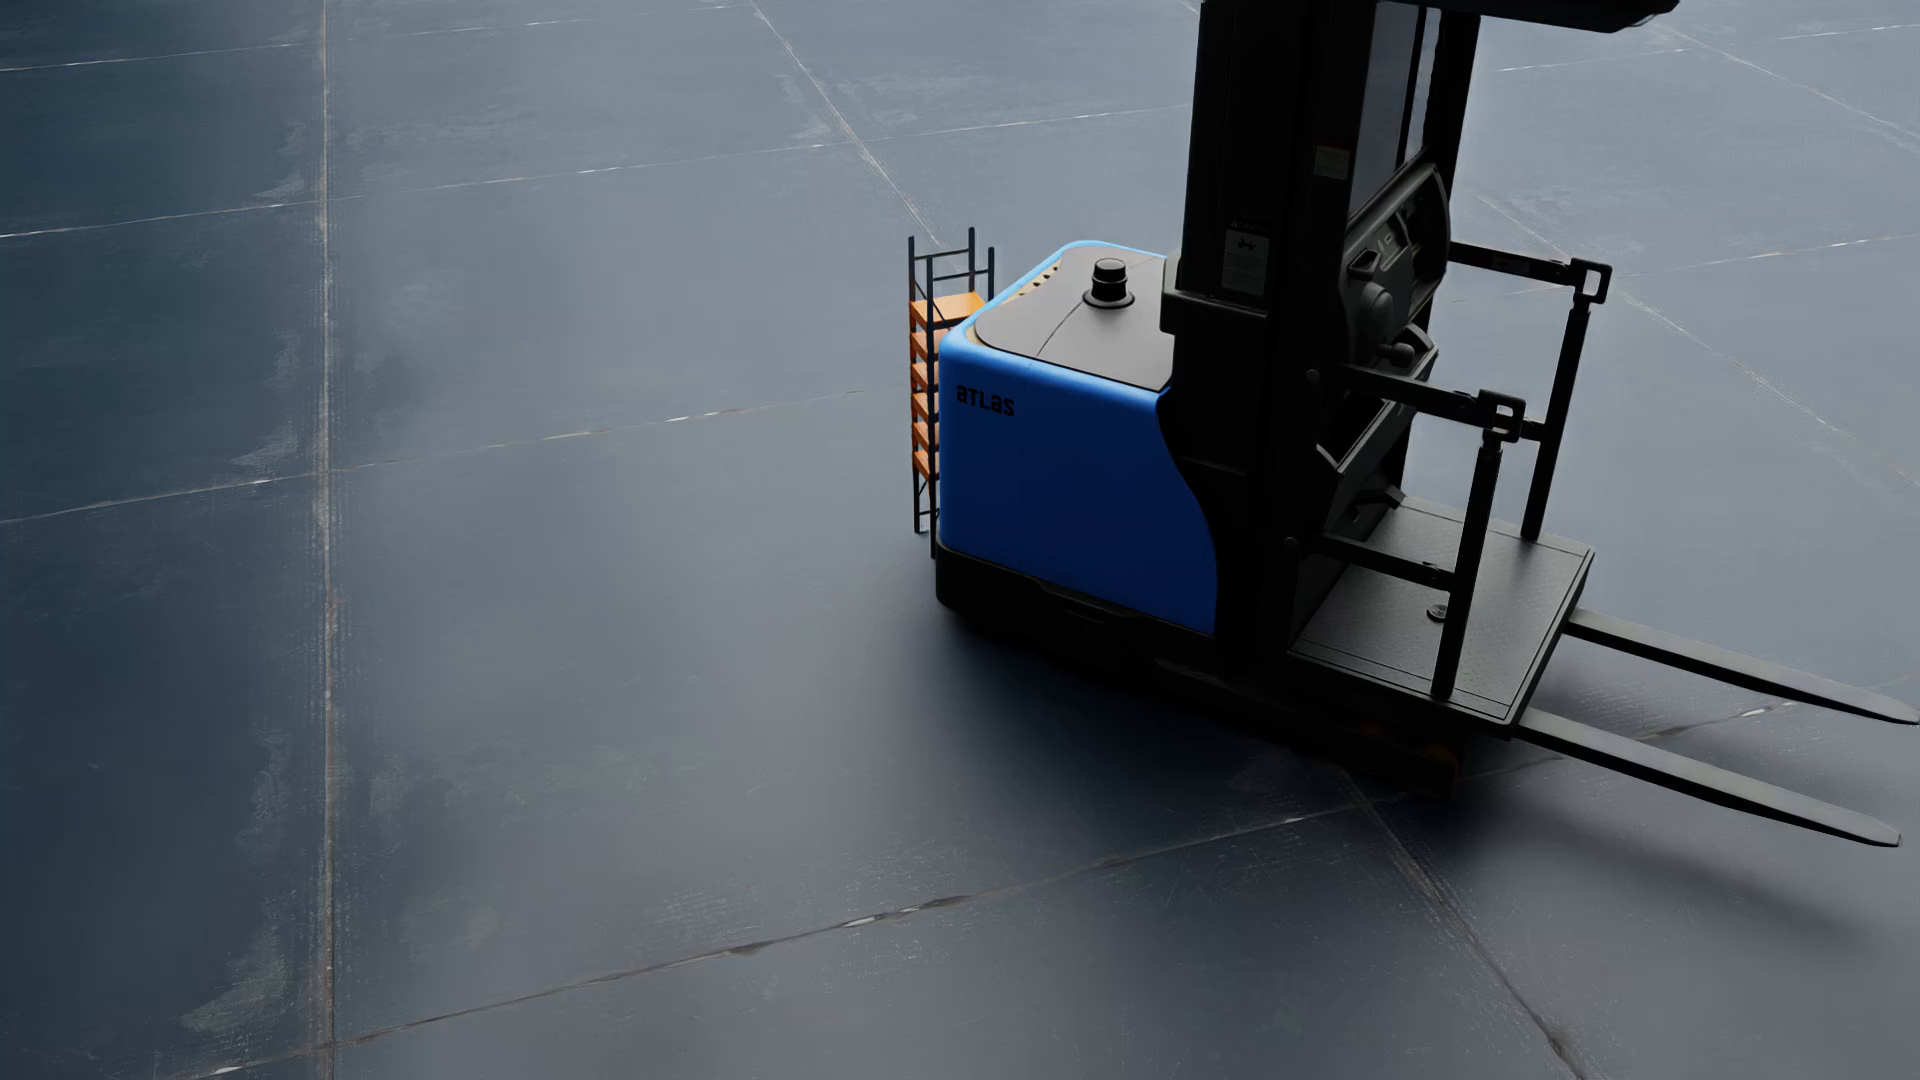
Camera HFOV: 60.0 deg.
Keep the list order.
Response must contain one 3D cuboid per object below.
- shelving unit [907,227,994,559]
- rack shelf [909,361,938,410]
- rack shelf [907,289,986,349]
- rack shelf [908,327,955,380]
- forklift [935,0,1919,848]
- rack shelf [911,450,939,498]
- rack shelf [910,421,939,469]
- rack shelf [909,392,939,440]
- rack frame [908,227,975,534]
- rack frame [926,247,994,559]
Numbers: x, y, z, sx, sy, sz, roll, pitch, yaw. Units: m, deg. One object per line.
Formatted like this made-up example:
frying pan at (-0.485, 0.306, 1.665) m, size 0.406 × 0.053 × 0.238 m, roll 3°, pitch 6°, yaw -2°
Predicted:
shelving unit at (-0.029, -0.502, 5.920) m, size 0.258 × 1.200 × 0.189 m, roll -12°, pitch 35°, yaw -17°
rack shelf at (-0.029, -0.565, 5.878) m, size 0.258 × 0.103 × 0.180 m, roll -12°, pitch 35°, yaw -17°
rack shelf at (-0.030, -0.765, 5.746) m, size 0.258 × 0.103 × 0.180 m, roll -12°, pitch 35°, yaw -17°
rack shelf at (-0.029, -0.665, 5.812) m, size 0.258 × 0.103 × 0.180 m, roll -12°, pitch 35°, yaw -17°
forklift at (1.445, -0.778, 4.768) m, size 3.031 × 2.935 × 1.130 m, roll 18°, pitch 38°, yaw 25°
rack shelf at (-0.028, -0.264, 6.077) m, size 0.258 × 0.103 × 0.180 m, roll -12°, pitch 35°, yaw -17°
rack shelf at (-0.028, -0.364, 6.011) m, size 0.258 × 0.103 × 0.180 m, roll -12°, pitch 35°, yaw -17°
rack shelf at (-0.029, -0.465, 5.945) m, size 0.258 × 0.103 × 0.180 m, roll -12°, pitch 35°, yaw -17°
rack frame at (-0.061, -0.549, 5.991) m, size 0.240 × 1.200 × 0.006 m, roll -12°, pitch 35°, yaw -17°
rack frame at (0.004, -0.455, 5.849) m, size 0.240 × 1.200 × 0.006 m, roll -12°, pitch 35°, yaw -17°
